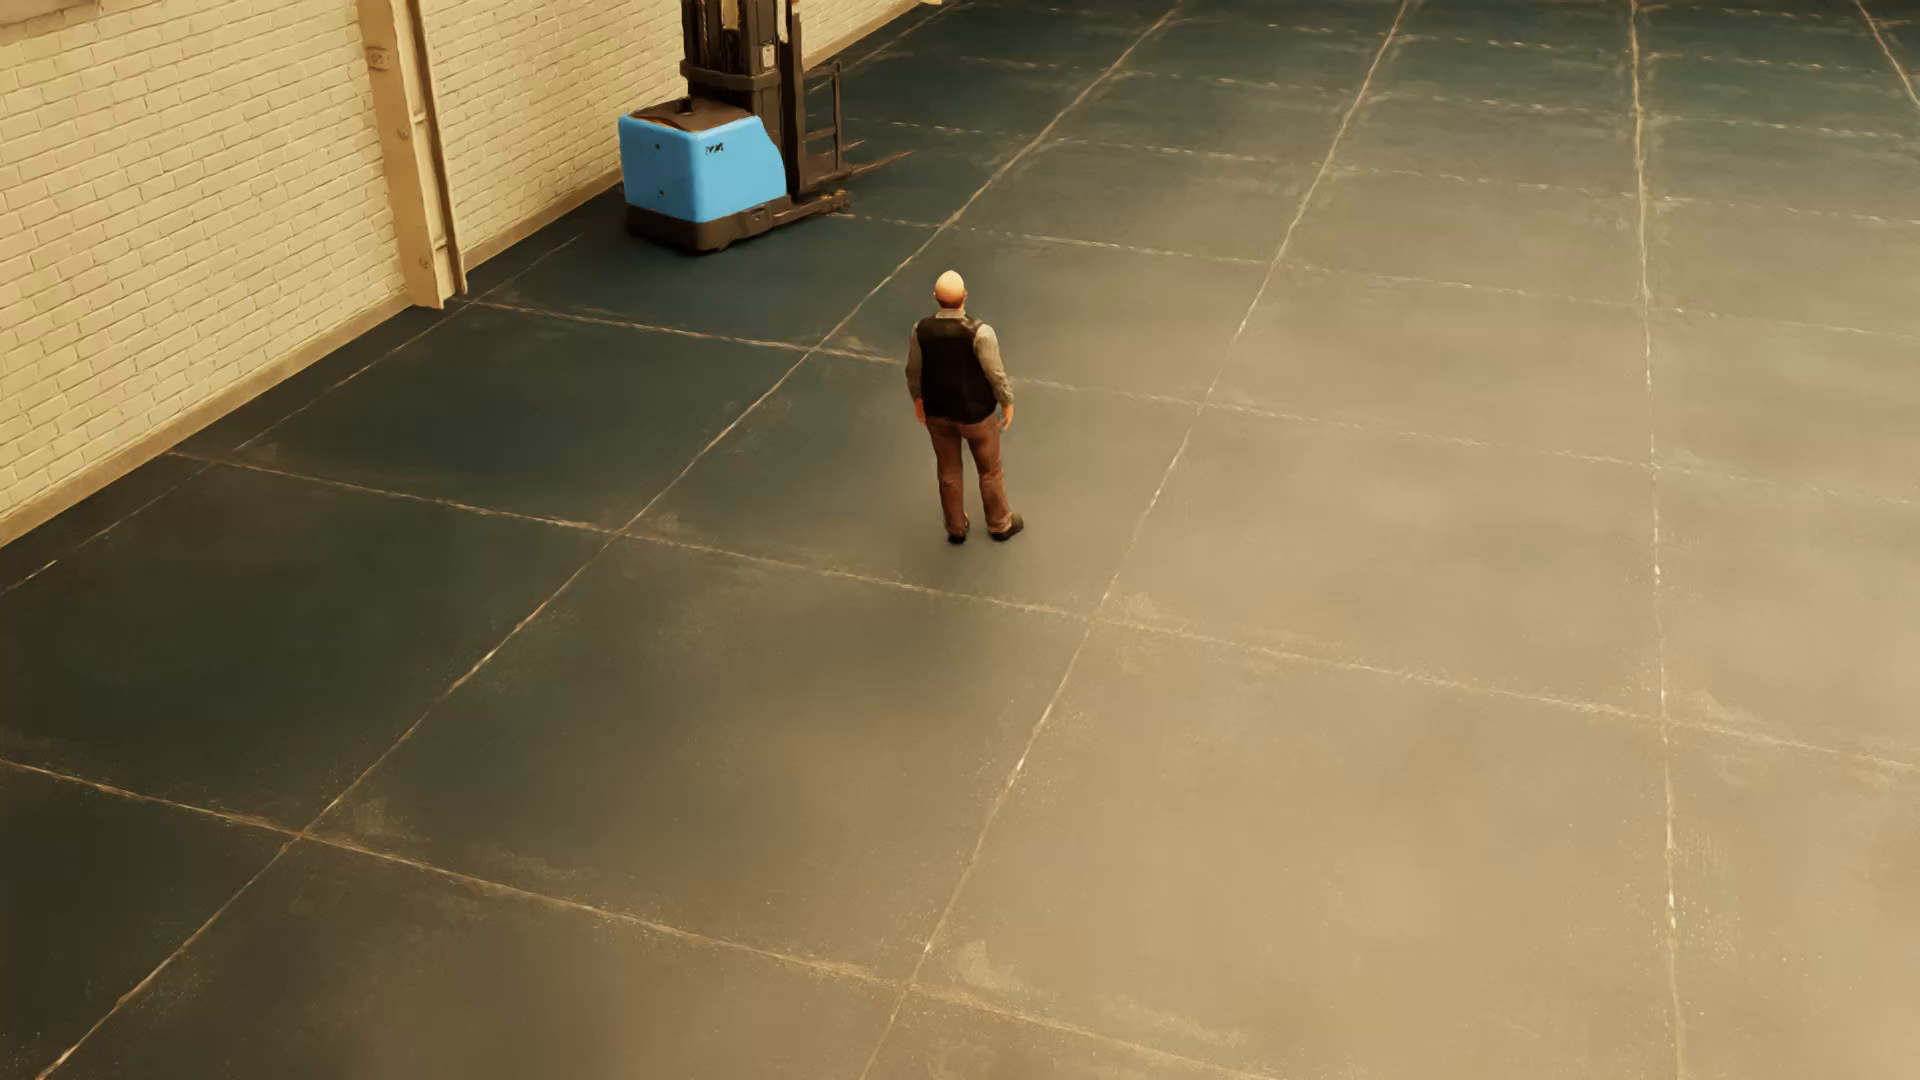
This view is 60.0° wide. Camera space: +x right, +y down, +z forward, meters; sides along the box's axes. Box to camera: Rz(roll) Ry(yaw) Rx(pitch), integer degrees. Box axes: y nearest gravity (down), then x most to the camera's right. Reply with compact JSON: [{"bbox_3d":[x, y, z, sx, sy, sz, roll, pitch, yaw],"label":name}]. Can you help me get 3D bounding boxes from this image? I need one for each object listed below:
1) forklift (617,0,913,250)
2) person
[{"bbox_3d":[-1.668,-4.435,14.916,1.130,2.935,3.031,22,36,33],"label":"forklift"},{"bbox_3d":[0.028,-0.782,9.715,0.632,1.720,0.567,10,31,16],"label":"person"}]
